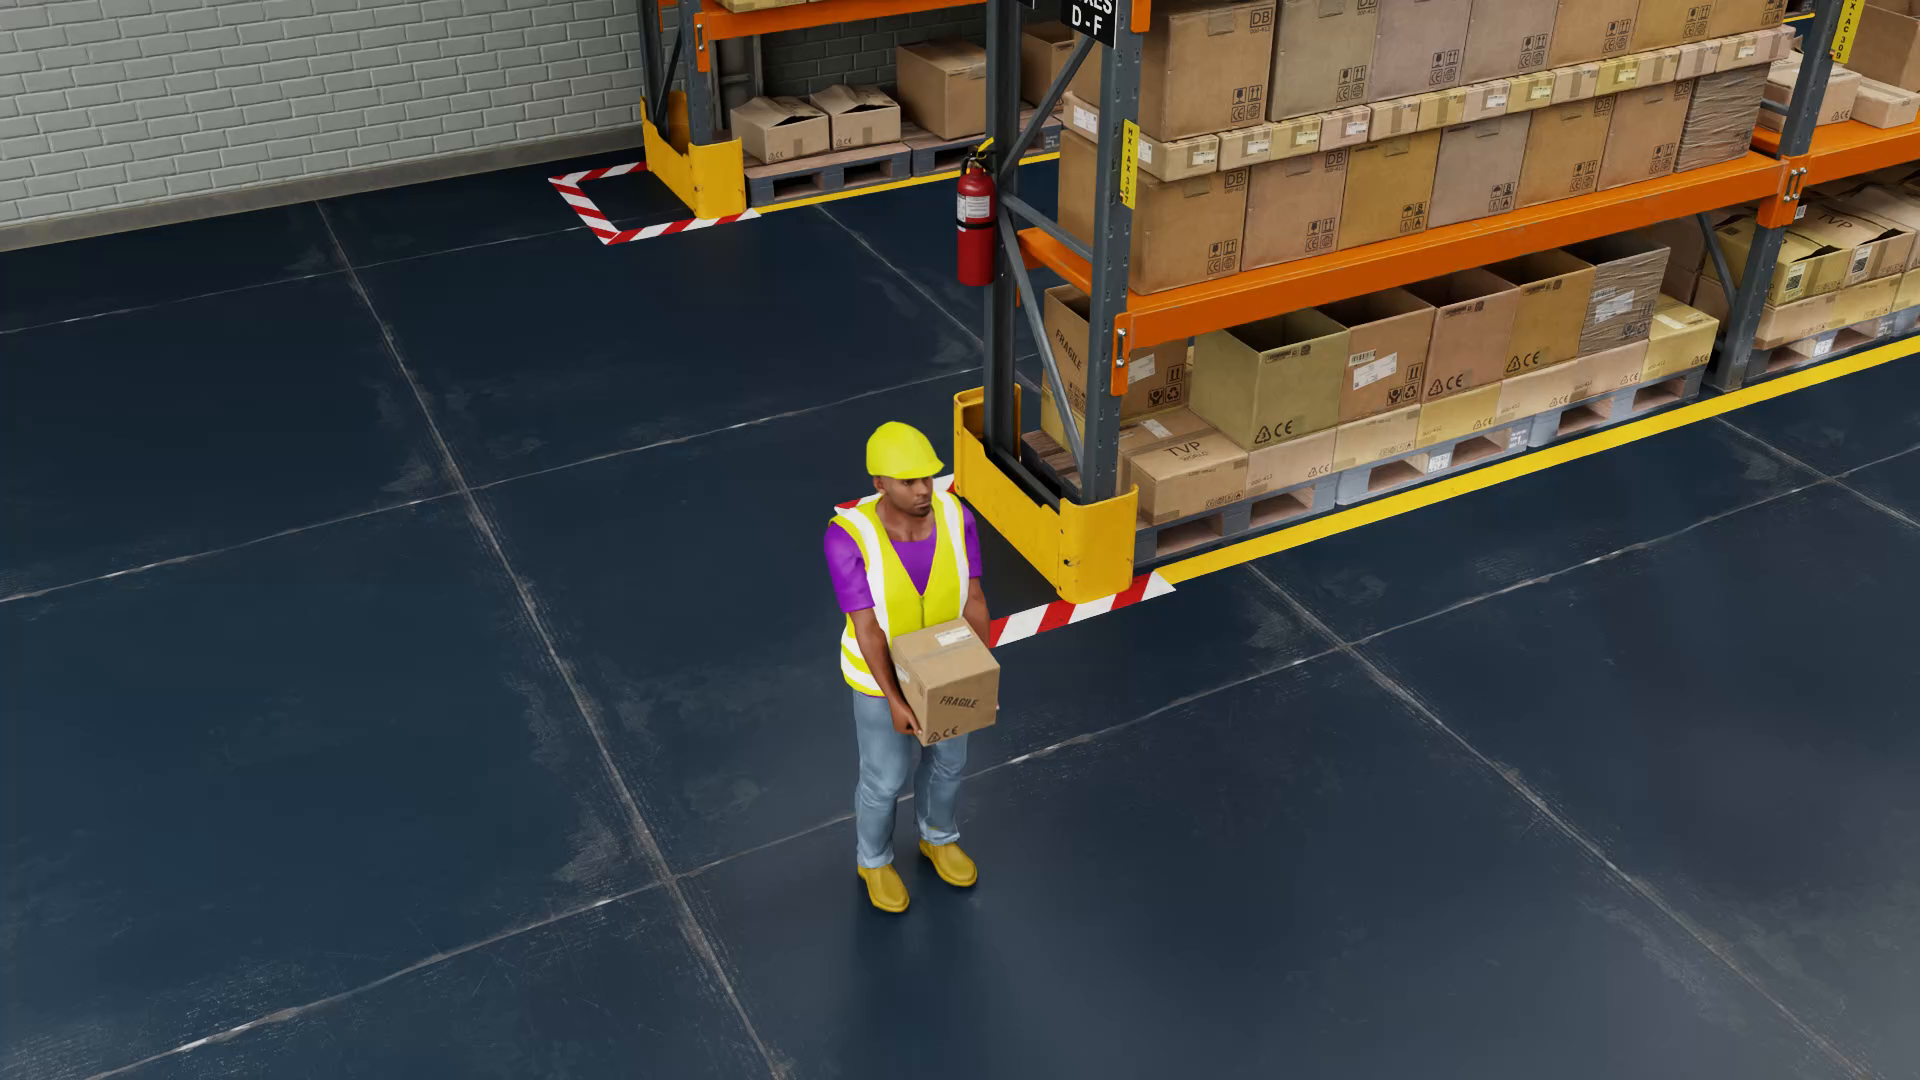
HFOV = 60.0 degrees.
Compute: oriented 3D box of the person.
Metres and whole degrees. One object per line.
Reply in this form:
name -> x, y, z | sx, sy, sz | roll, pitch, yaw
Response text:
person -> -0.117, 0.475, 5.388 | 0.503, 1.759, 0.587 | -15, 36, -22
